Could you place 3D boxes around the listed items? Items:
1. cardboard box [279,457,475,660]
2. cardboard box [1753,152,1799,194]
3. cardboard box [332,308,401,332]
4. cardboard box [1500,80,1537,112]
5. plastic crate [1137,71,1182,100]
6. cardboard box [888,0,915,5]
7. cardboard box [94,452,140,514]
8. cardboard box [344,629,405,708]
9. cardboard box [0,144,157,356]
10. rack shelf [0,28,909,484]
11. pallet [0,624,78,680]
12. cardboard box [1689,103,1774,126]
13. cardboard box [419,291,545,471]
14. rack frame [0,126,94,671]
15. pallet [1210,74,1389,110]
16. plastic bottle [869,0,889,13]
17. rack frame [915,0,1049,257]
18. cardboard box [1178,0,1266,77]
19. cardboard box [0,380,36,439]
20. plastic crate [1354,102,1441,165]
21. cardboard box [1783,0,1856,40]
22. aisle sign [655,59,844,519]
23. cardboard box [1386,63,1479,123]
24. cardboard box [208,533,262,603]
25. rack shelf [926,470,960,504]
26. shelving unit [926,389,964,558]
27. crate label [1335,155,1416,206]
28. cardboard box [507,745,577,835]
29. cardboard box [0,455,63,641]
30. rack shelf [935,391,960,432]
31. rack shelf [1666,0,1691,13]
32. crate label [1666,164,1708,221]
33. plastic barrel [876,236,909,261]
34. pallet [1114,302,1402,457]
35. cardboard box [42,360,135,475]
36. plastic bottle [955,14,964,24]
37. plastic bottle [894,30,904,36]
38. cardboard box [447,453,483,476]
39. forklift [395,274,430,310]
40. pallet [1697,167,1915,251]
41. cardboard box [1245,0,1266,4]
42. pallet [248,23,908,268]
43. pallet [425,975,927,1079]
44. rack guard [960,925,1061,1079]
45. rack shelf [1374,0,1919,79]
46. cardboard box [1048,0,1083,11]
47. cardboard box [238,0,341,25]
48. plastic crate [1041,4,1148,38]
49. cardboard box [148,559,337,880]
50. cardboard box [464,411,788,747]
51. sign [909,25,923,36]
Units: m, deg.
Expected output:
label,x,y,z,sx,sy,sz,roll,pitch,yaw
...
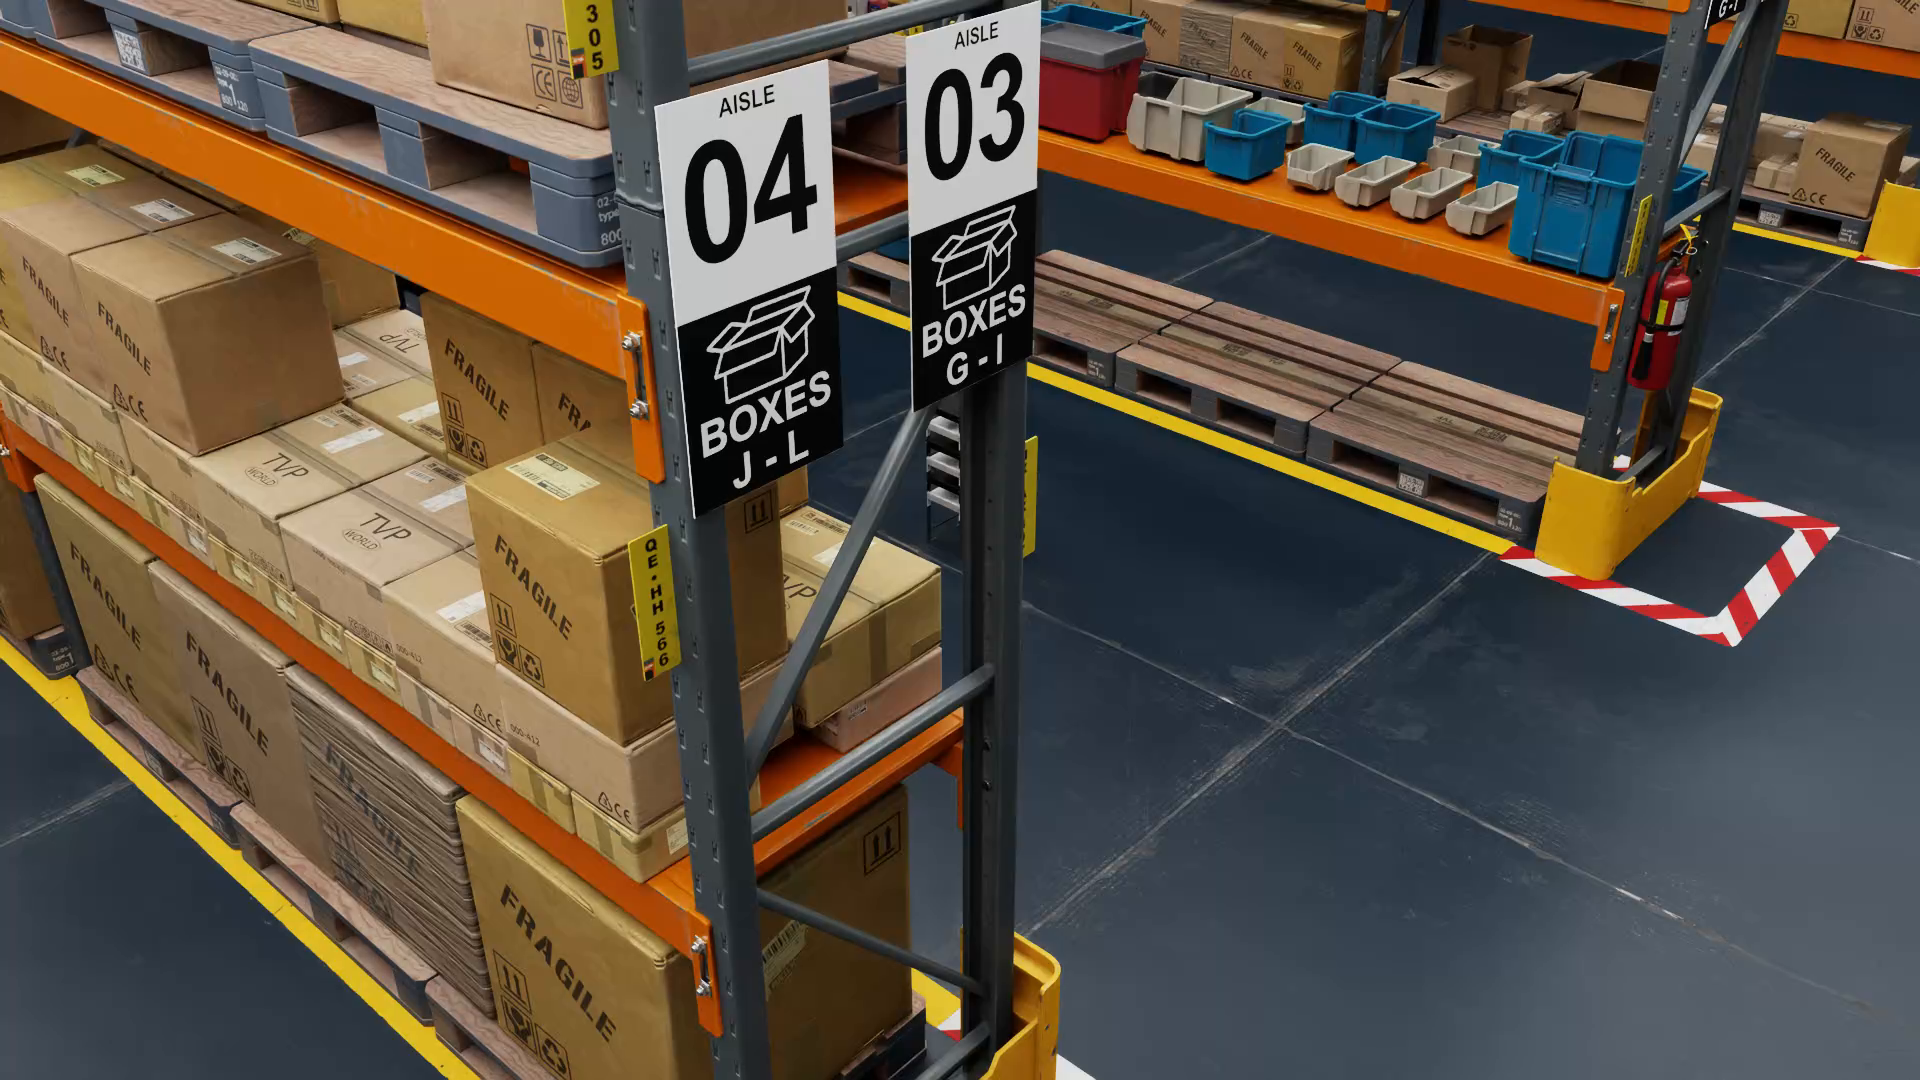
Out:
label,x,y,z,sx,sy,sz,roll,pitch,yaw
cardboard box,-1.514,0.039,4.633,0.500,0.250,0.500,24,38,34
cardboard box,5.619,-2.509,11.331,0.250,0.166,0.380,25,39,35
cardboard box,-2.300,-0.696,5.855,0.500,0.250,0.500,26,40,36
cardboard box,4.392,-3.422,12.864,0.250,0.149,0.380,25,39,35
plastic crate,1.145,-2.381,9.005,0.590,0.125,0.437,25,39,35
cardboard box,-0.443,-5.303,15.909,0.500,0.250,0.500,25,39,35
cardboard box,-2.606,-0.254,5.508,0.250,0.149,0.380,24,38,34
cardboard box,-1.466,0.278,4.623,0.250,0.149,0.380,24,39,34
cardboard box,-3.005,-0.985,5.607,0.500,0.500,0.500,25,39,35
rack shelf,-1.706,-1.148,4.538,4.000,0.370,1.077,25,39,35
pallet,-3.812,0.093,7.391,1.213,0.211,1.003,25,39,35
cardboard box,5.473,-2.919,11.931,0.500,0.250,0.500,25,39,35
cardboard box,-1.157,-0.483,4.774,0.500,0.500,0.500,24,38,34
rack frame,-3.189,-0.864,6.276,0.127,3.000,1.000,25,39,35
pallet,2.833,-3.723,13.730,1.213,0.211,1.003,25,39,35
plastic bottle,-0.509,-3.305,10.445,0.133,0.283,0.061,25,39,35
rack frame,0.135,-2.758,9.422,0.127,3.000,1.000,25,39,35
cardboard box,2.171,-4.177,13.778,0.500,0.500,0.500,26,39,36
cardboard box,-3.193,-0.526,5.960,0.250,0.149,0.380,25,39,35
plastic crate,2.162,-1.994,8.259,0.300,0.233,0.416,25,39,35
cardboard box,5.525,-3.538,10.622,0.500,0.500,0.500,25,39,35
aisle sign,-0.371,-0.453,3.074,0.004,0.787,0.394,25,39,35
cardboard box,3.627,-3.459,12.768,0.500,0.311,0.500,25,39,35
cardboard box,-2.036,0.012,5.065,0.250,0.149,0.380,24,38,34
rack shelf,0.006,-0.277,7.577,0.200,0.077,0.258,25,39,35
shelving unit,0.006,-0.383,7.513,0.210,0.900,0.258,25,39,35
crate label,1.946,-1.692,7.850,0.243,0.136,0.396,25,39,35
cardboard box,-0.902,0.542,4.185,0.250,0.149,0.380,25,39,36
cardboard box,-3.677,-0.347,7.071,0.875,0.875,1.225,25,39,35
rack shelf,0.006,-0.585,7.391,0.200,0.077,0.258,25,39,35
rack shelf,1.617,-3.042,7.685,4.000,0.370,1.077,25,39,35
crate label,3.138,-1.539,7.502,0.303,0.233,0.416,25,39,35
plastic barrel,-0.257,-2.233,10.179,0.708,0.901,0.600,25,39,35
pallet,1.615,-0.901,9.042,1.213,0.211,1.003,25,39,35
cardboard box,-2.651,-0.490,5.513,0.500,0.250,0.500,25,39,35
plastic bottle,0.061,-2.996,9.867,0.185,0.351,0.144,25,39,35
plastic bottle,-0.364,-3.189,10.332,0.097,0.201,0.097,0,31,0
cardboard box,-1.158,-0.165,4.972,0.500,0.250,0.500,24,38,34
forklift,-2.400,-2.093,8.384,3.031,2.935,1.130,20,36,29
pallet,5.779,-2.373,11.488,1.213,0.211,1.003,25,39,35
cardboard box,2.498,-4.385,14.122,0.500,0.500,0.500,26,39,36
pallet,-0.780,-0.979,3.646,1.213,0.211,1.003,25,39,35
pallet,-0.869,1.469,5.106,1.213,0.211,1.003,25,39,35
rack guard,-0.205,1.600,4.608,0.348,0.500,1.175,25,39,35
rack shelf,4.944,-3.650,11.602,4.000,0.370,1.077,25,39,35
cardboard box,1.033,-4.707,14.657,0.500,0.500,0.500,23,38,33
cardboard box,-1.397,-1.591,3.975,0.500,0.500,0.700,22,37,32
plastic crate,0.710,-2.745,9.359,0.575,0.384,0.392,25,39,35
cardboard box,-2.086,0.437,5.768,0.875,0.875,0.875,25,39,35
cardboard box,-0.761,0.068,3.858,0.500,0.500,0.500,26,39,36
sign,-0.236,-2.667,9.003,0.005,0.325,0.100,25,39,35
